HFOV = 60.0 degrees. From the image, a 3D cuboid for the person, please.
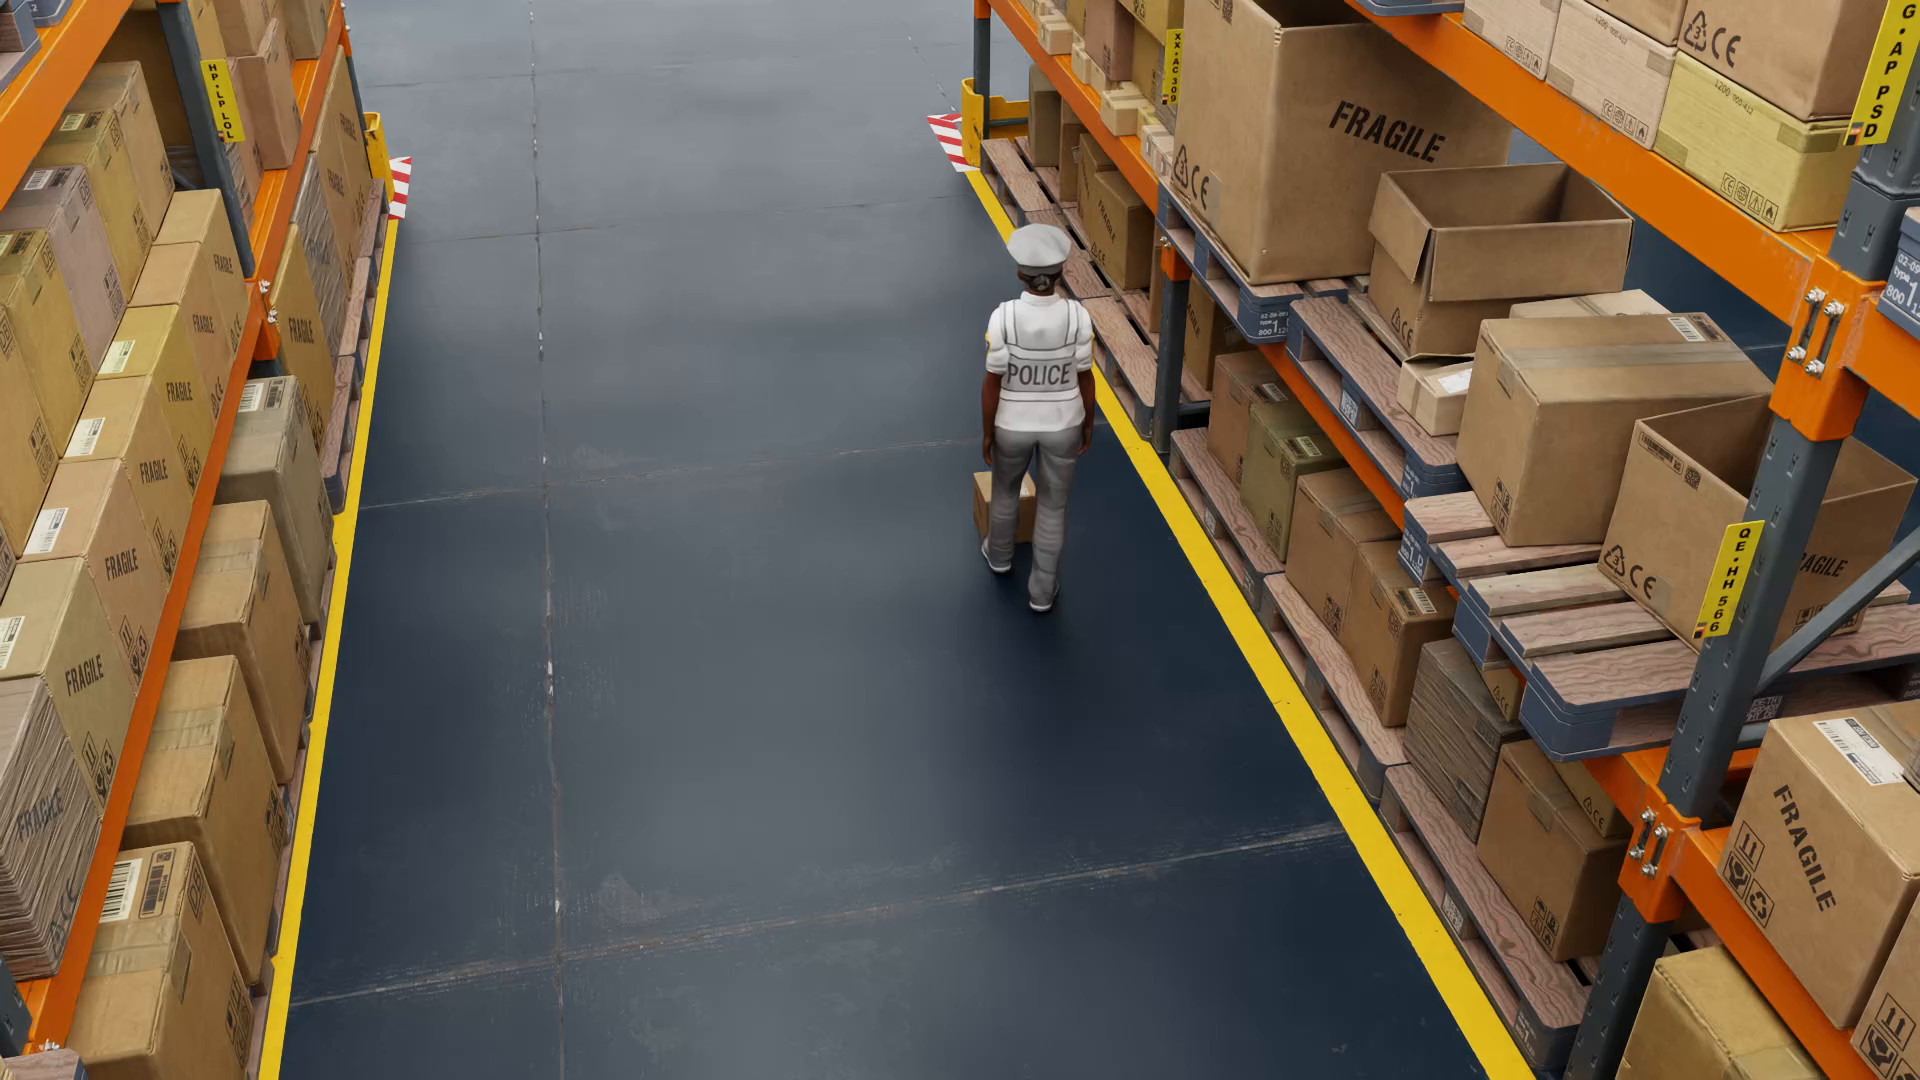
[{"bbox_3d":[0.320,-0.524,6.875,0.459,1.673,0.571,1,35,2],"label":"person"}]
